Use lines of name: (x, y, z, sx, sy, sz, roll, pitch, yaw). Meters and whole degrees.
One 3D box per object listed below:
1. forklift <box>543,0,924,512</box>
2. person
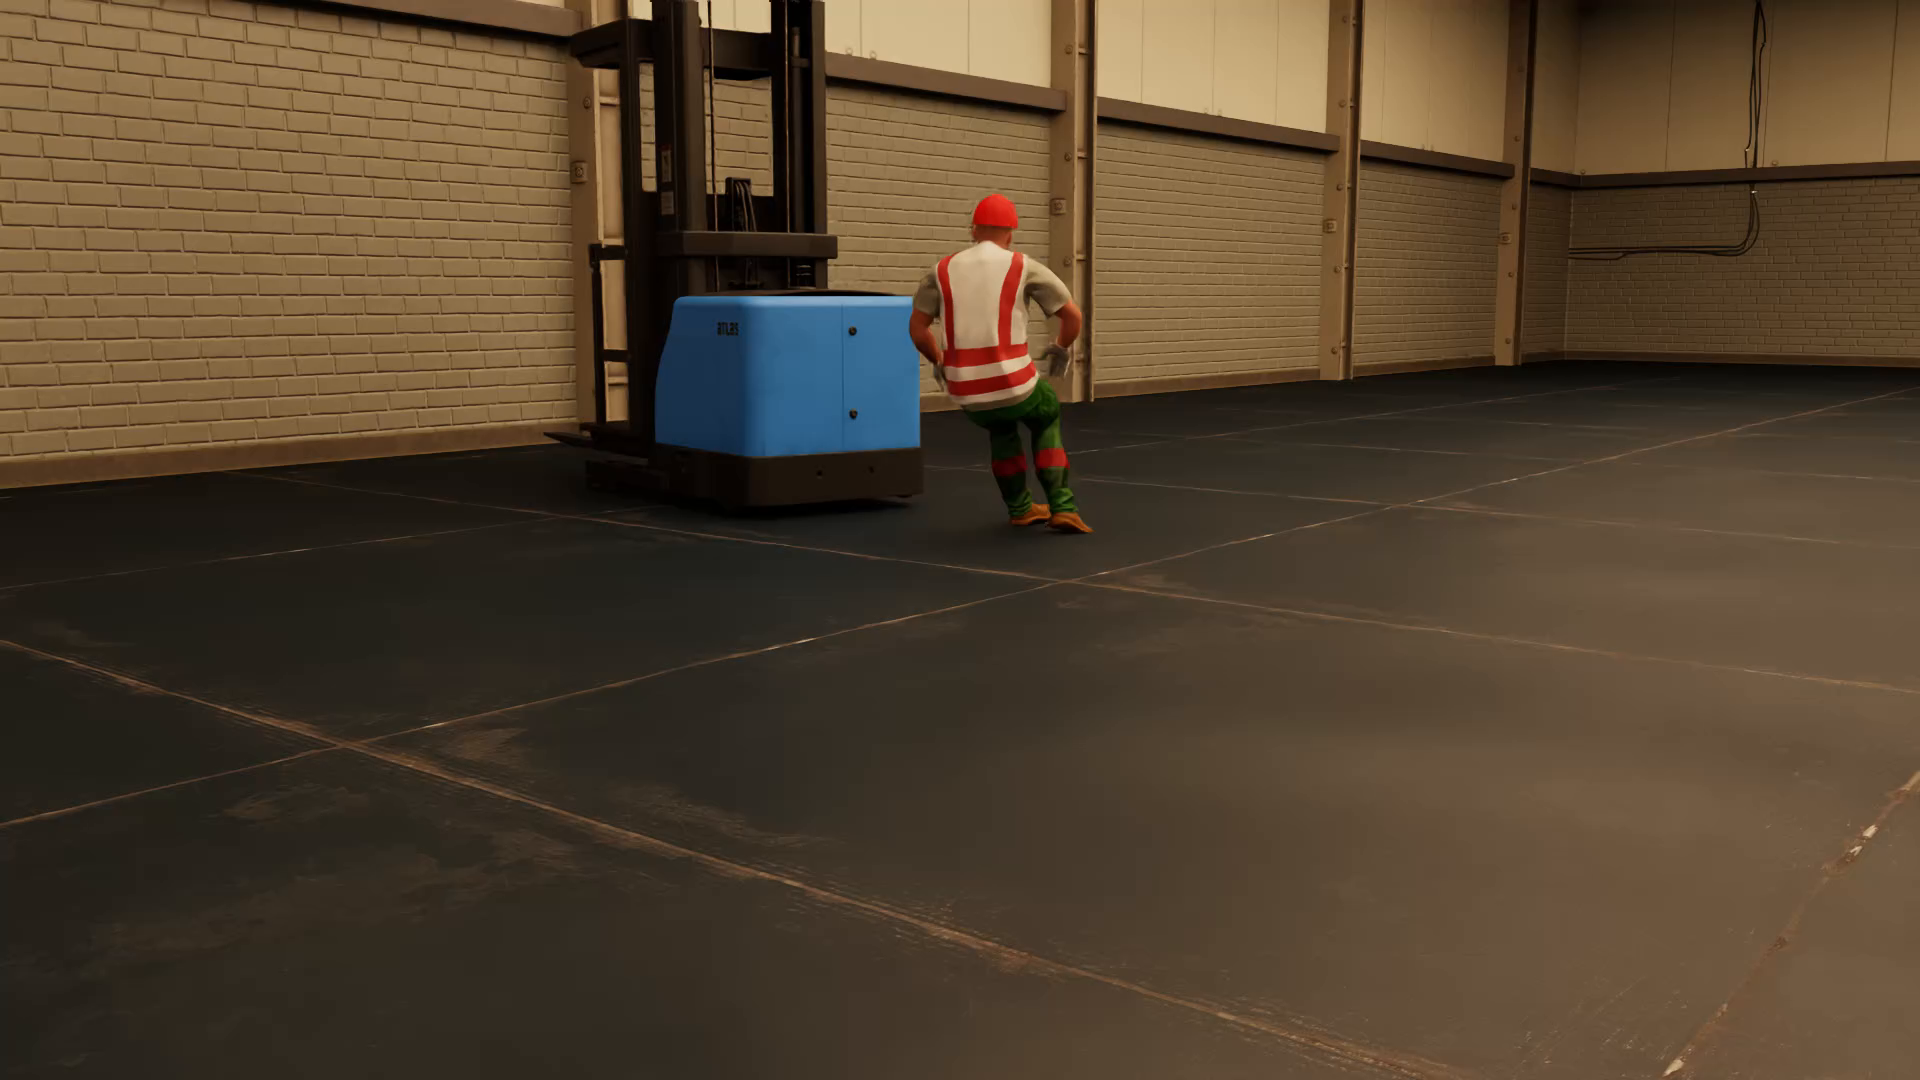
forklift: (-1.462, -1.754, 9.268, 1.130, 2.935, 3.031, -6, 10, -36)
person: (0.215, -0.769, 7.593, 0.798, 1.567, 0.897, 2, 9, 13)
